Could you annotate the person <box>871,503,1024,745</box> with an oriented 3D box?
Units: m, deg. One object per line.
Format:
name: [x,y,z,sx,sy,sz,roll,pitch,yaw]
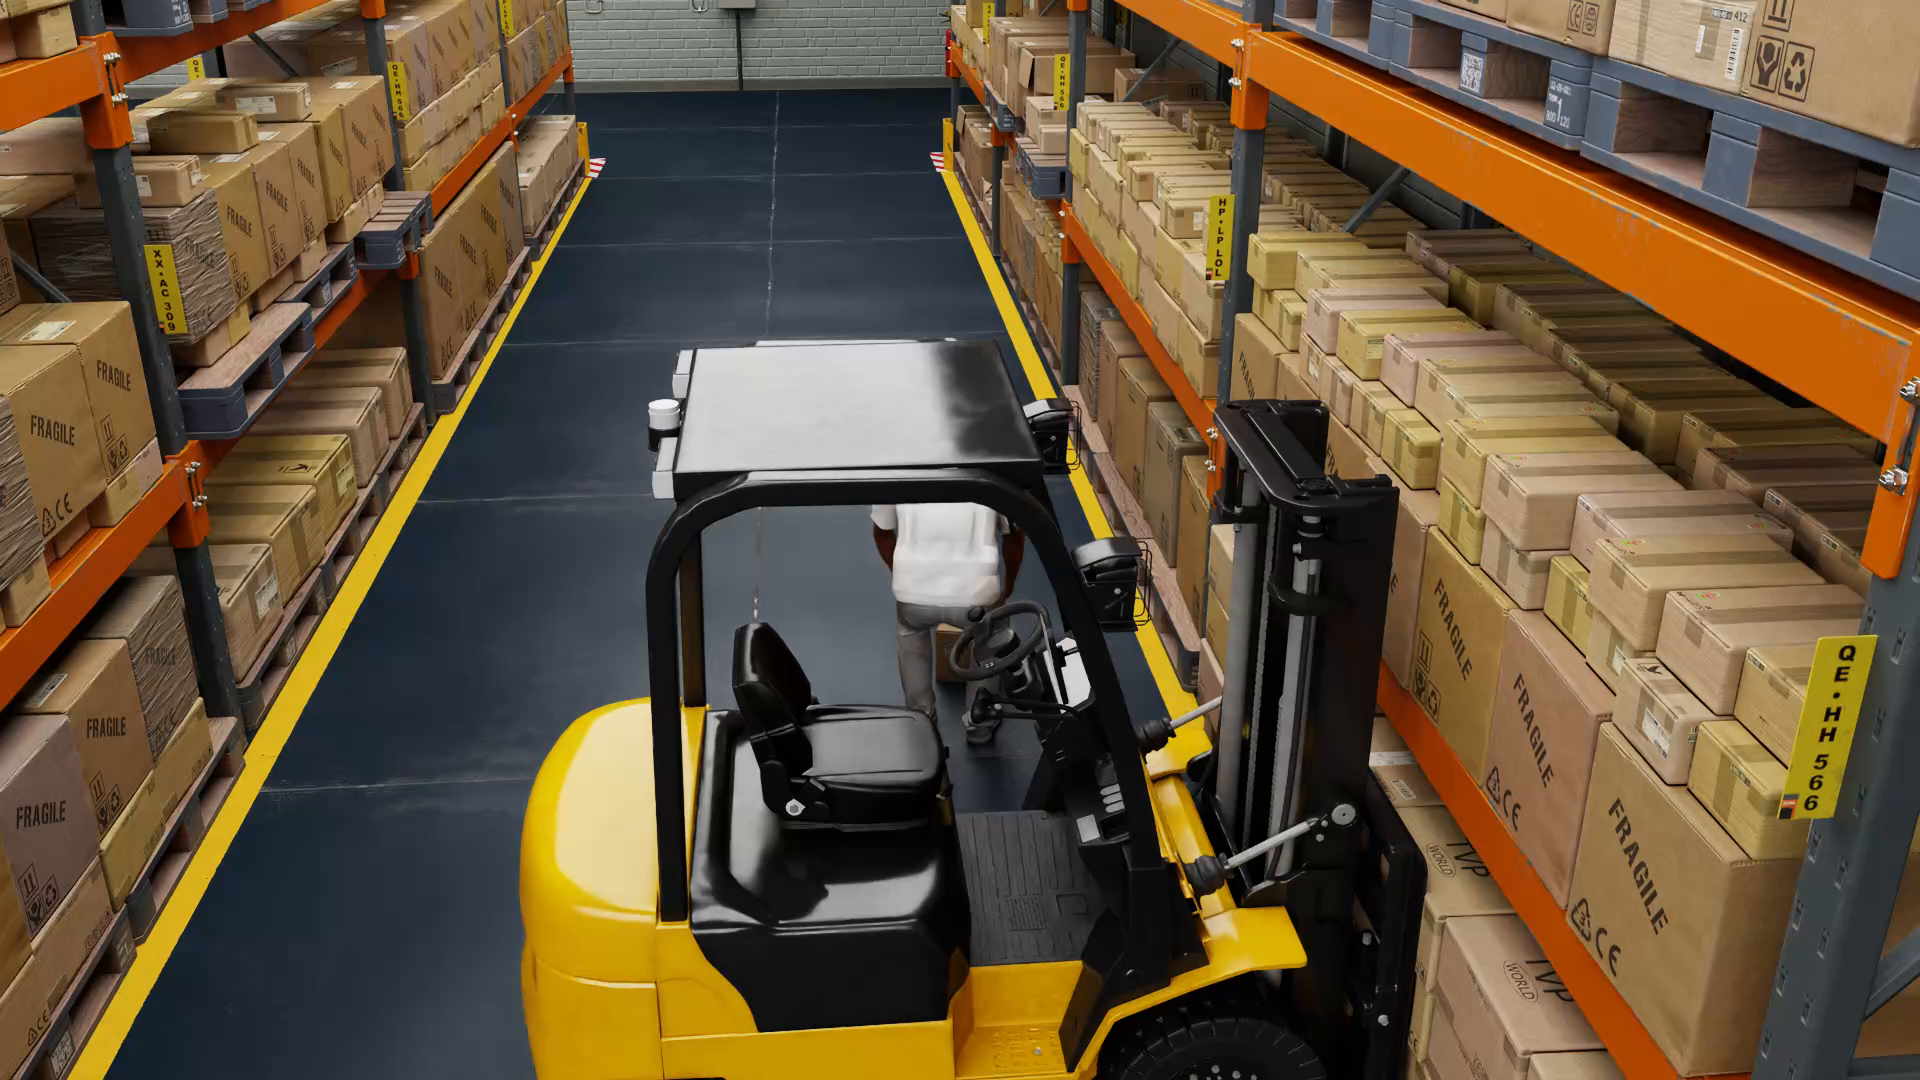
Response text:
person: [-0.065,0.137,6.790,0.631,1.340,0.792,3,24,7]
